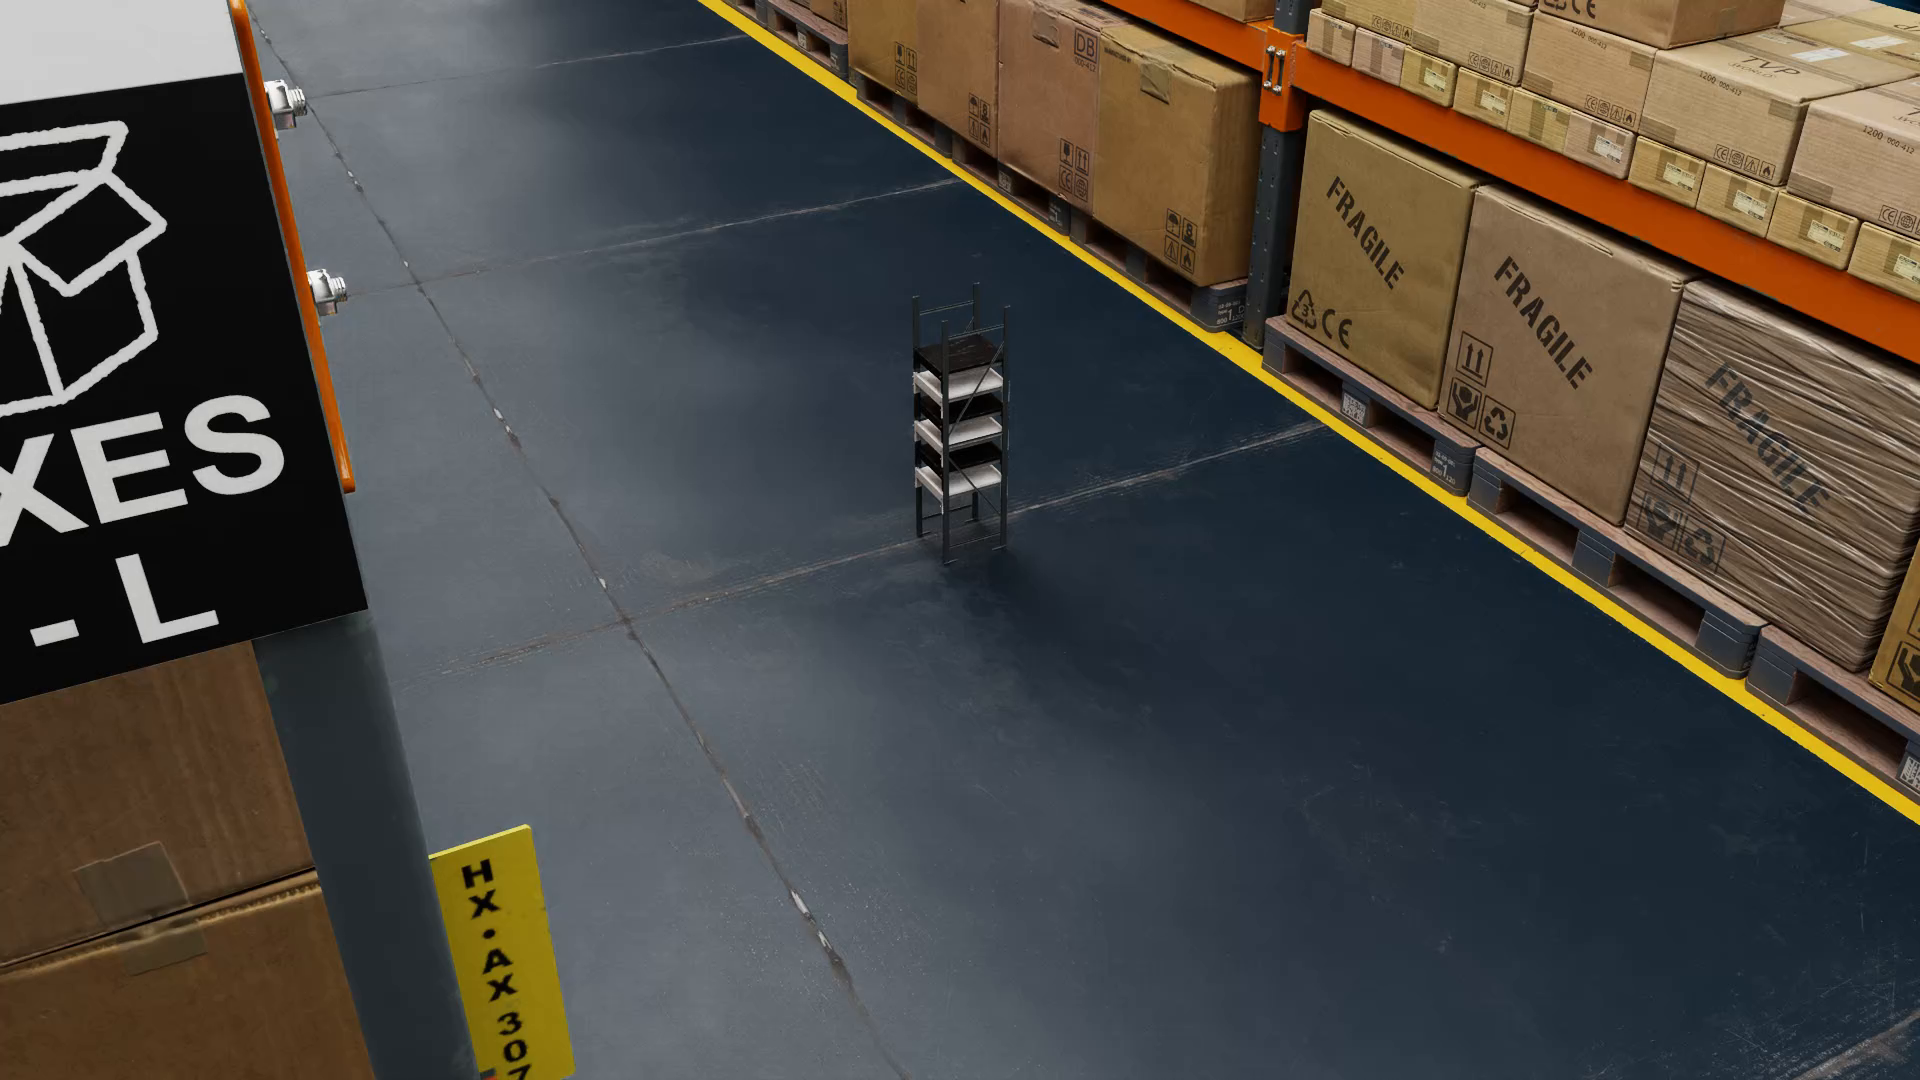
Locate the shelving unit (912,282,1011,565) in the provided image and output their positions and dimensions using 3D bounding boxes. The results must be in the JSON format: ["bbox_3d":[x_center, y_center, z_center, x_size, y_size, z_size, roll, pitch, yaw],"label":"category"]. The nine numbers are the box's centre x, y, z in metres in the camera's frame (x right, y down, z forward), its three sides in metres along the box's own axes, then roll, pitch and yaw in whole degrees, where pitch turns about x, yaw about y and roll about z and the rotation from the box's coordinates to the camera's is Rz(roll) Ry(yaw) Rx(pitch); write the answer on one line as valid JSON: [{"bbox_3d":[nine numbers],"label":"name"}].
[{"bbox_3d":[0.004,-0.375,5.501,0.258,0.900,0.210,-16,36,-23],"label":"shelving unit"}]

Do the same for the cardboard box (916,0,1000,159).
[{"bbox_3d":[0.512,-2.635,8.662,1.225,0.875,0.875,-16,36,-23],"label":"cardboard box"}]

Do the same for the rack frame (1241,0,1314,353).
[{"bbox_3d":[1.665,-2.205,6.412,1.000,3.000,0.127,-16,36,-23],"label":"rack frame"}]

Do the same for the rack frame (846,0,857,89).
[{"bbox_3d":[-0.200,-4.114,9.391,1.000,3.000,0.127,-16,36,-23],"label":"rack frame"}]

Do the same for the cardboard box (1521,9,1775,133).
[{"bbox_3d":[2.126,-1.493,5.163,0.500,0.250,0.500,-15,36,-22],"label":"cardboard box"}]

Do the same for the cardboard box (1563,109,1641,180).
[{"bbox_3d":[2.113,-1.256,5.163,0.380,0.149,0.250,-15,36,-23],"label":"cardboard box"}]

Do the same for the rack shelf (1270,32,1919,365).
[{"bbox_3d":[2.597,-0.948,5.116,1.077,0.370,4.000,-16,36,-23],"label":"rack shelf"}]

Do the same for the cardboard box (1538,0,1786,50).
[{"bbox_3d":[2.131,-1.806,4.957,0.500,0.500,0.500,-17,36,-25],"label":"cardboard box"}]

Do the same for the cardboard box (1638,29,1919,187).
[{"bbox_3d":[2.349,-1.256,4.793,0.500,0.250,0.500,-16,36,-23],"label":"cardboard box"}]

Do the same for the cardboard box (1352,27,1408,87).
[{"bbox_3d":[1.631,-1.750,5.933,0.380,0.149,0.250,-17,36,-25],"label":"cardboard box"}]

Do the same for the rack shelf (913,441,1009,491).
[{"bbox_3d":[0.004,-0.271,5.568,0.258,0.077,0.200,-16,36,-23],"label":"rack shelf"}]

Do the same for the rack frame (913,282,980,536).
[{"bbox_3d":[-0.044,-0.424,5.577,0.240,0.900,0.006,-16,36,-23],"label":"rack frame"}]

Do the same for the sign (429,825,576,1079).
[{"bbox_3d":[-0.425,0.402,1.540,0.100,0.325,0.005,-16,36,-23],"label":"sign"}]

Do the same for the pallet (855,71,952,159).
[{"bbox_3d":[0.101,-2.545,9.527,1.003,0.211,1.213,-16,36,-23],"label":"pallet"}]

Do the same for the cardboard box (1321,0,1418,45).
[{"bbox_3d":[1.652,-1.977,5.919,0.500,0.250,0.500,-17,36,-24],"label":"cardboard box"}]

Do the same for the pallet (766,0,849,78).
[{"bbox_3d":[-0.563,-3.314,10.726,1.003,0.211,1.213,-16,36,-23],"label":"pallet"}]

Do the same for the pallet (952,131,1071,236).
[{"bbox_3d":[0.666,-1.964,8.619,1.003,0.211,1.213,-16,36,-23],"label":"pallet"}]

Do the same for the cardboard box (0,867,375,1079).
[{"bbox_3d":[-0.870,0.452,1.896,0.500,0.500,0.500,-14,35,-21],"label":"cardboard box"}]

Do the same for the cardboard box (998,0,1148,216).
[{"bbox_3d":[0.931,-2.214,8.006,1.225,0.875,0.875,-17,36,-25],"label":"cardboard box"}]

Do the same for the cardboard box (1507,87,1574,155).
[{"bbox_3d":[1.998,-1.377,5.351,0.380,0.149,0.250,-16,36,-24],"label":"cardboard box"}]

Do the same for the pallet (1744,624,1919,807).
[{"bbox_3d":[3.088,0.516,4.749,1.003,0.211,1.213,-16,36,-23],"label":"pallet"}]

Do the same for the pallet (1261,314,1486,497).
[{"bbox_3d":[1.950,-0.649,6.567,1.003,0.211,1.213,-16,36,-23],"label":"pallet"}]

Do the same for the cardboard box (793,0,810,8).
[{"bbox_3d":[-0.800,-3.823,10.846,0.700,0.500,0.500,-19,37,-27],"label":"cardboard box"}]

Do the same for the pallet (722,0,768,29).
[{"bbox_3d":[-1.128,-3.895,11.634,1.003,0.211,1.213,-16,36,-23],"label":"pallet"}]

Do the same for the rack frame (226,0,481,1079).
[{"bbox_3d":[-0.902,0.902,1.562,0.949,2.616,0.053,-16,36,-23],"label":"rack frame"}]

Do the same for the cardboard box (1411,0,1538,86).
[{"bbox_3d":[1.880,-1.739,5.547,0.500,0.250,0.500,-16,36,-23],"label":"cardboard box"}]

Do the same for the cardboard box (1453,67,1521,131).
[{"bbox_3d":[1.879,-1.499,5.542,0.380,0.149,0.250,-17,36,-24],"label":"cardboard box"}]

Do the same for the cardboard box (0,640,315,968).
[{"bbox_3d":[-0.880,0.033,1.622,0.500,0.500,0.500,-16,36,-23],"label":"cardboard box"}]

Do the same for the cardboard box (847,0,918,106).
[{"bbox_3d":[0.103,-3.062,9.329,1.225,0.875,0.875,-18,37,-25],"label":"cardboard box"}]

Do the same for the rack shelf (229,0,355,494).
[{"bbox_3d":[-1.838,-1.012,2.435,1.077,0.370,4.000,-16,36,-23],"label":"rack shelf"}]

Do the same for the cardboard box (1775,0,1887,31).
[{"bbox_3d":[2.584,-1.633,5.382,0.500,0.250,0.500,-15,36,-22],"label":"cardboard box"}]

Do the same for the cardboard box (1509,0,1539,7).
[{"bbox_3d":[1.885,-2.054,5.343,0.500,0.500,0.500,-16,36,-23],"label":"cardboard box"}]

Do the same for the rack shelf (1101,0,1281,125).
[{"bbox_3d":[0.732,-2.857,8.096,1.077,0.370,4.000,-16,36,-23],"label":"rack shelf"}]

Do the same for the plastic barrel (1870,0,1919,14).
[{"bbox_3d":[5.478,-3.346,9.749,0.600,0.901,0.708,-16,36,-23],"label":"plastic barrel"}]

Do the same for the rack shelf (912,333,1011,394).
[{"bbox_3d":[0.004,-0.574,5.374,0.258,0.077,0.200,-16,36,-23],"label":"rack shelf"}]

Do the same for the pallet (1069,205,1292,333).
[{"bbox_3d":[1.238,-1.381,7.709,1.003,0.211,1.213,-16,36,-23],"label":"pallet"}]

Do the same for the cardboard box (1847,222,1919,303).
[{"bbox_3d":[2.595,-0.765,4.396,0.380,0.149,0.250,-17,36,-24],"label":"cardboard box"}]

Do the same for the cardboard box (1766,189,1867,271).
[{"bbox_3d":[2.474,-0.889,4.589,0.380,0.149,0.250,-16,36,-23],"label":"cardboard box"}]

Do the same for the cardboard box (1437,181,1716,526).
[{"bbox_3d":[2.321,-0.723,5.678,0.875,0.875,0.875,-16,36,-23],"label":"cardboard box"}]

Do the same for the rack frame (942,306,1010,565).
[{"bbox_3d":[0.051,-0.327,5.425,0.240,0.900,0.006,-16,36,-23],"label":"rack frame"}]

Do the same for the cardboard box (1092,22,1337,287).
[{"bbox_3d":[1.349,-1.788,7.341,1.225,0.875,0.875,-16,36,-23],"label":"cardboard box"}]

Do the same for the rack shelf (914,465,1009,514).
[{"bbox_3d":[0.004,-0.195,5.616,0.258,0.077,0.200,-16,36,-23],"label":"rack shelf"}]

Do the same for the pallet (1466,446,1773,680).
[{"bbox_3d":[2.523,-0.066,5.657,1.003,0.211,1.213,-16,36,-23],"label":"pallet"}]

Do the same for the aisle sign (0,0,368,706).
[{"bbox_3d":[-0.606,-0.232,0.922,0.394,0.787,0.004,-16,36,-23],"label":"aisle sign"}]

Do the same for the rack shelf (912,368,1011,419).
[{"bbox_3d":[0.004,-0.499,5.422,0.258,0.077,0.200,-16,36,-23],"label":"rack shelf"}]

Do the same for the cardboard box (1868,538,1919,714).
[{"bbox_3d":[3.161,0.136,4.338,0.875,0.875,0.875,-16,36,-23],"label":"cardboard box"}]

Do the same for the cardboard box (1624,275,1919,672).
[{"bbox_3d":[2.736,-0.298,5.015,0.875,0.875,0.875,-16,36,-23],"label":"cardboard box"}]

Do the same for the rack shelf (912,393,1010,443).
[{"bbox_3d":[0.004,-0.423,5.471,0.258,0.077,0.200,-16,36,-23],"label":"rack shelf"}]

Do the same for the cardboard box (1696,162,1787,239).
[{"bbox_3d":[2.360,-1.007,4.775,0.380,0.149,0.250,-15,36,-22],"label":"cardboard box"}]

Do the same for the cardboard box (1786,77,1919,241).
[{"bbox_3d":[2.596,-1.008,4.406,0.500,0.250,0.500,-17,36,-25],"label":"cardboard box"}]

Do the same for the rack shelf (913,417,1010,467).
[{"bbox_3d":[0.004,-0.347,5.519,0.258,0.077,0.200,-16,36,-23],"label":"rack shelf"}]

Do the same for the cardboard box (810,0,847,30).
[{"bbox_3d":[-0.530,-3.562,10.438,0.700,0.500,0.500,-18,37,-26],"label":"cardboard box"}]

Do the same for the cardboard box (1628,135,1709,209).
[{"bbox_3d":[2.237,-1.131,4.968,0.380,0.149,0.250,-17,36,-24],"label":"cardboard box"}]

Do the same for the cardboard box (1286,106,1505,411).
[{"bbox_3d":[1.902,-1.153,6.349,0.875,0.875,0.875,-16,36,-23],"label":"cardboard box"}]

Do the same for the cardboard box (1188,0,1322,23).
[{"bbox_3d":[1.205,-2.402,6.626,0.500,0.500,0.500,-16,36,-23],"label":"cardboard box"}]

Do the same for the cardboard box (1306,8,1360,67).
[{"bbox_3d":[1.509,-1.875,6.129,0.380,0.149,0.250,-16,36,-23],"label":"cardboard box"}]

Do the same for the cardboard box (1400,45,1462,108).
[{"bbox_3d":[1.754,-1.624,5.737,0.380,0.149,0.250,-15,35,-22],"label":"cardboard box"}]

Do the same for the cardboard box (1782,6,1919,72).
[{"bbox_3d":[2.818,-1.390,5.003,0.500,0.250,0.500,-17,36,-24],"label":"cardboard box"}]
